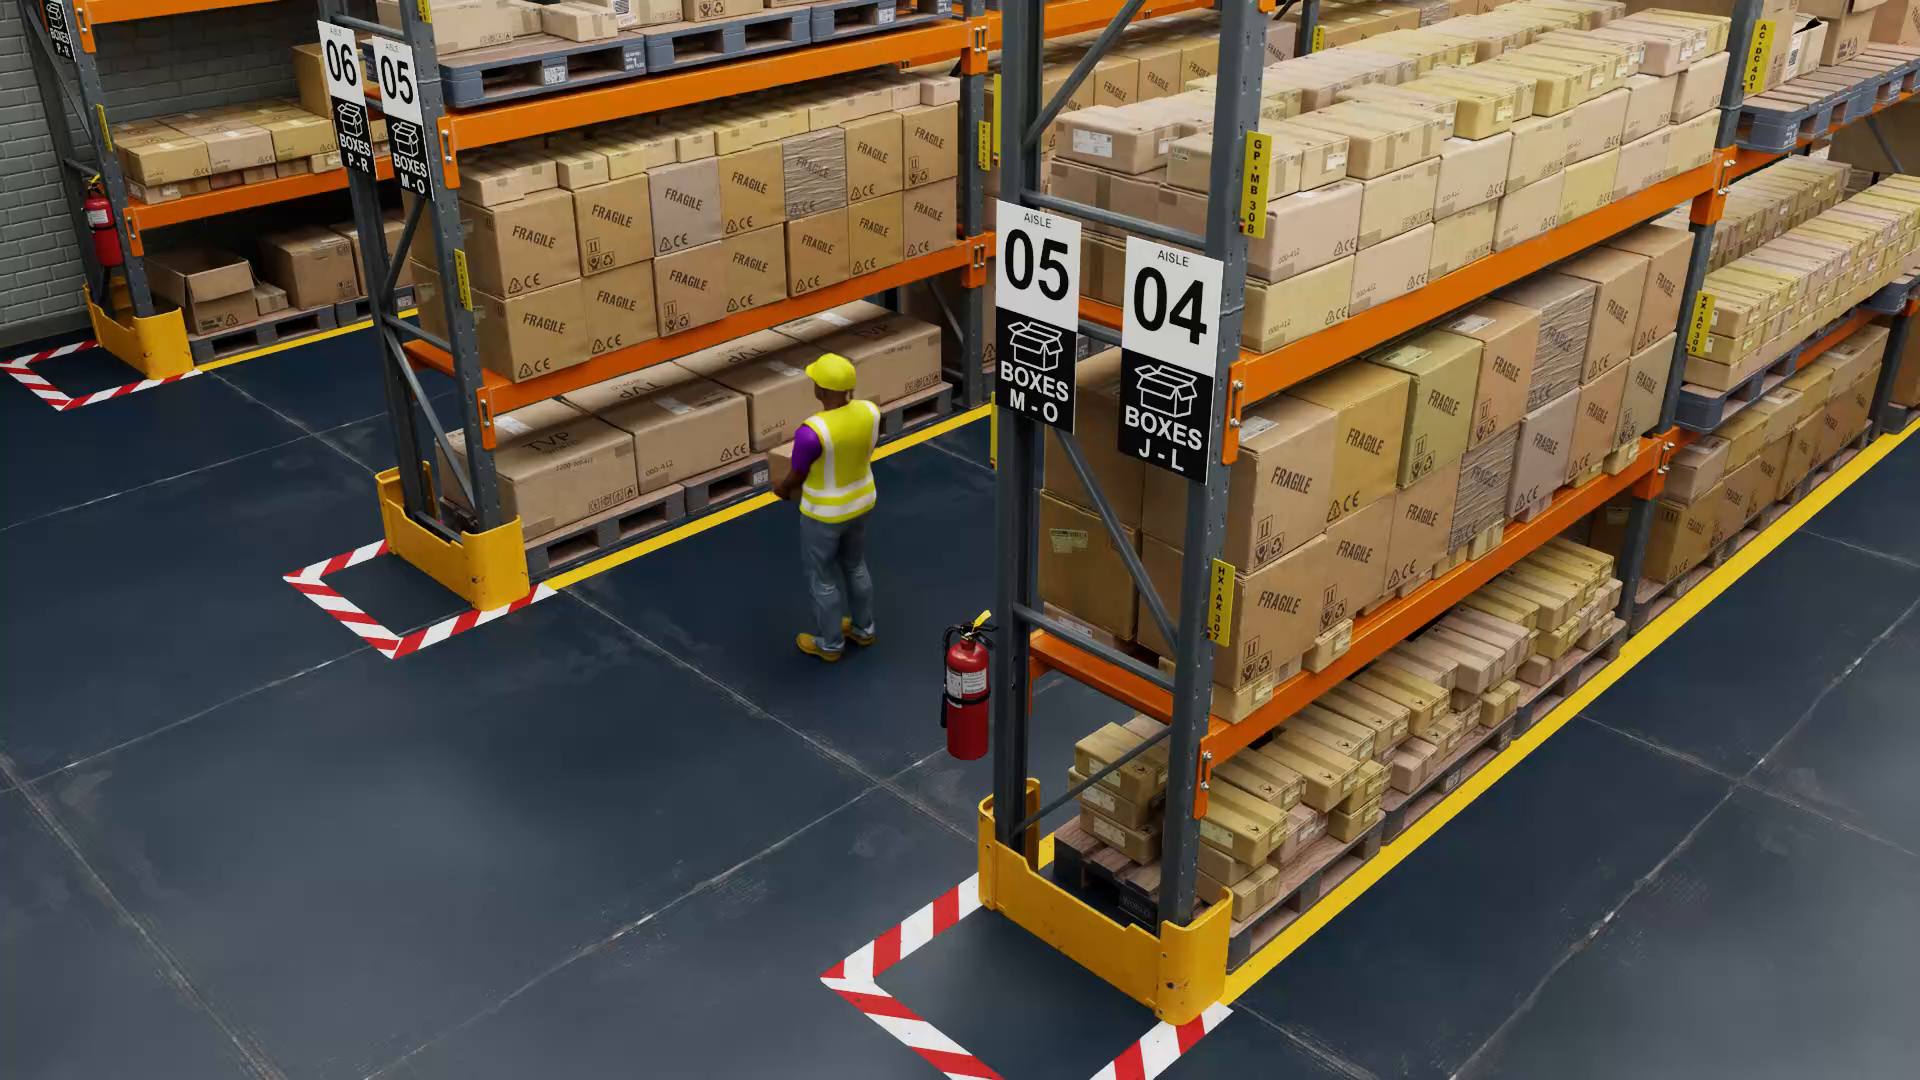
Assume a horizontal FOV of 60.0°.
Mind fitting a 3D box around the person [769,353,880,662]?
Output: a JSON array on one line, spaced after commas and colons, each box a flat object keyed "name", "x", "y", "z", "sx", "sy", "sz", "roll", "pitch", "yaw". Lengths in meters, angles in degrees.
[{"name": "person", "x": -0.737, "y": -0.205, "z": 8.988, "sx": 0.567, "sy": 1.766, "sz": 0.528, "roll": 24, "pitch": 36, "yaw": 38}]
